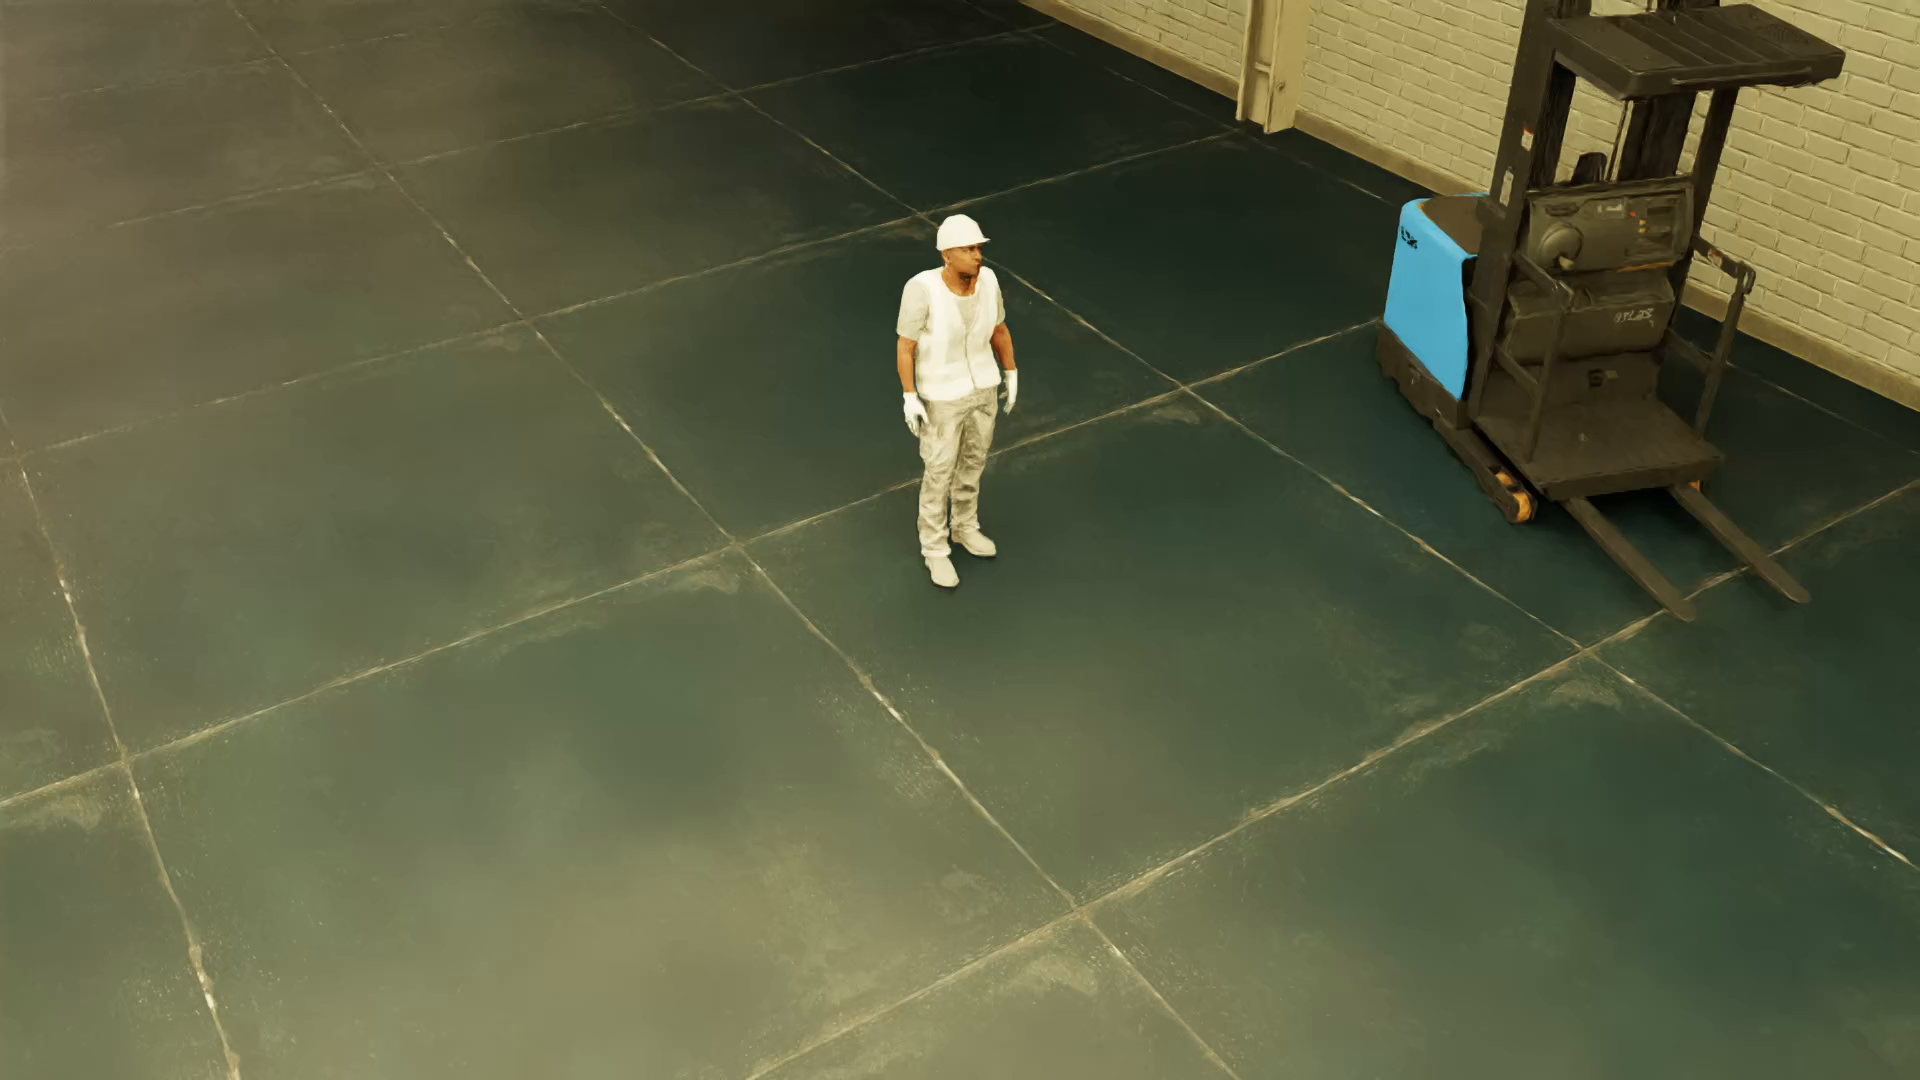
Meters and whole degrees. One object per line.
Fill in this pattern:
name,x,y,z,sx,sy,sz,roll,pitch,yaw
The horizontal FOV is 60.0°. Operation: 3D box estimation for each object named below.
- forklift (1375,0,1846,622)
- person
forklift,3.373,-1.530,8.325,1.130,2.935,3.031,-8,36,-11
person,0.033,-0.698,8.128,0.655,1.782,0.576,-21,40,-27
